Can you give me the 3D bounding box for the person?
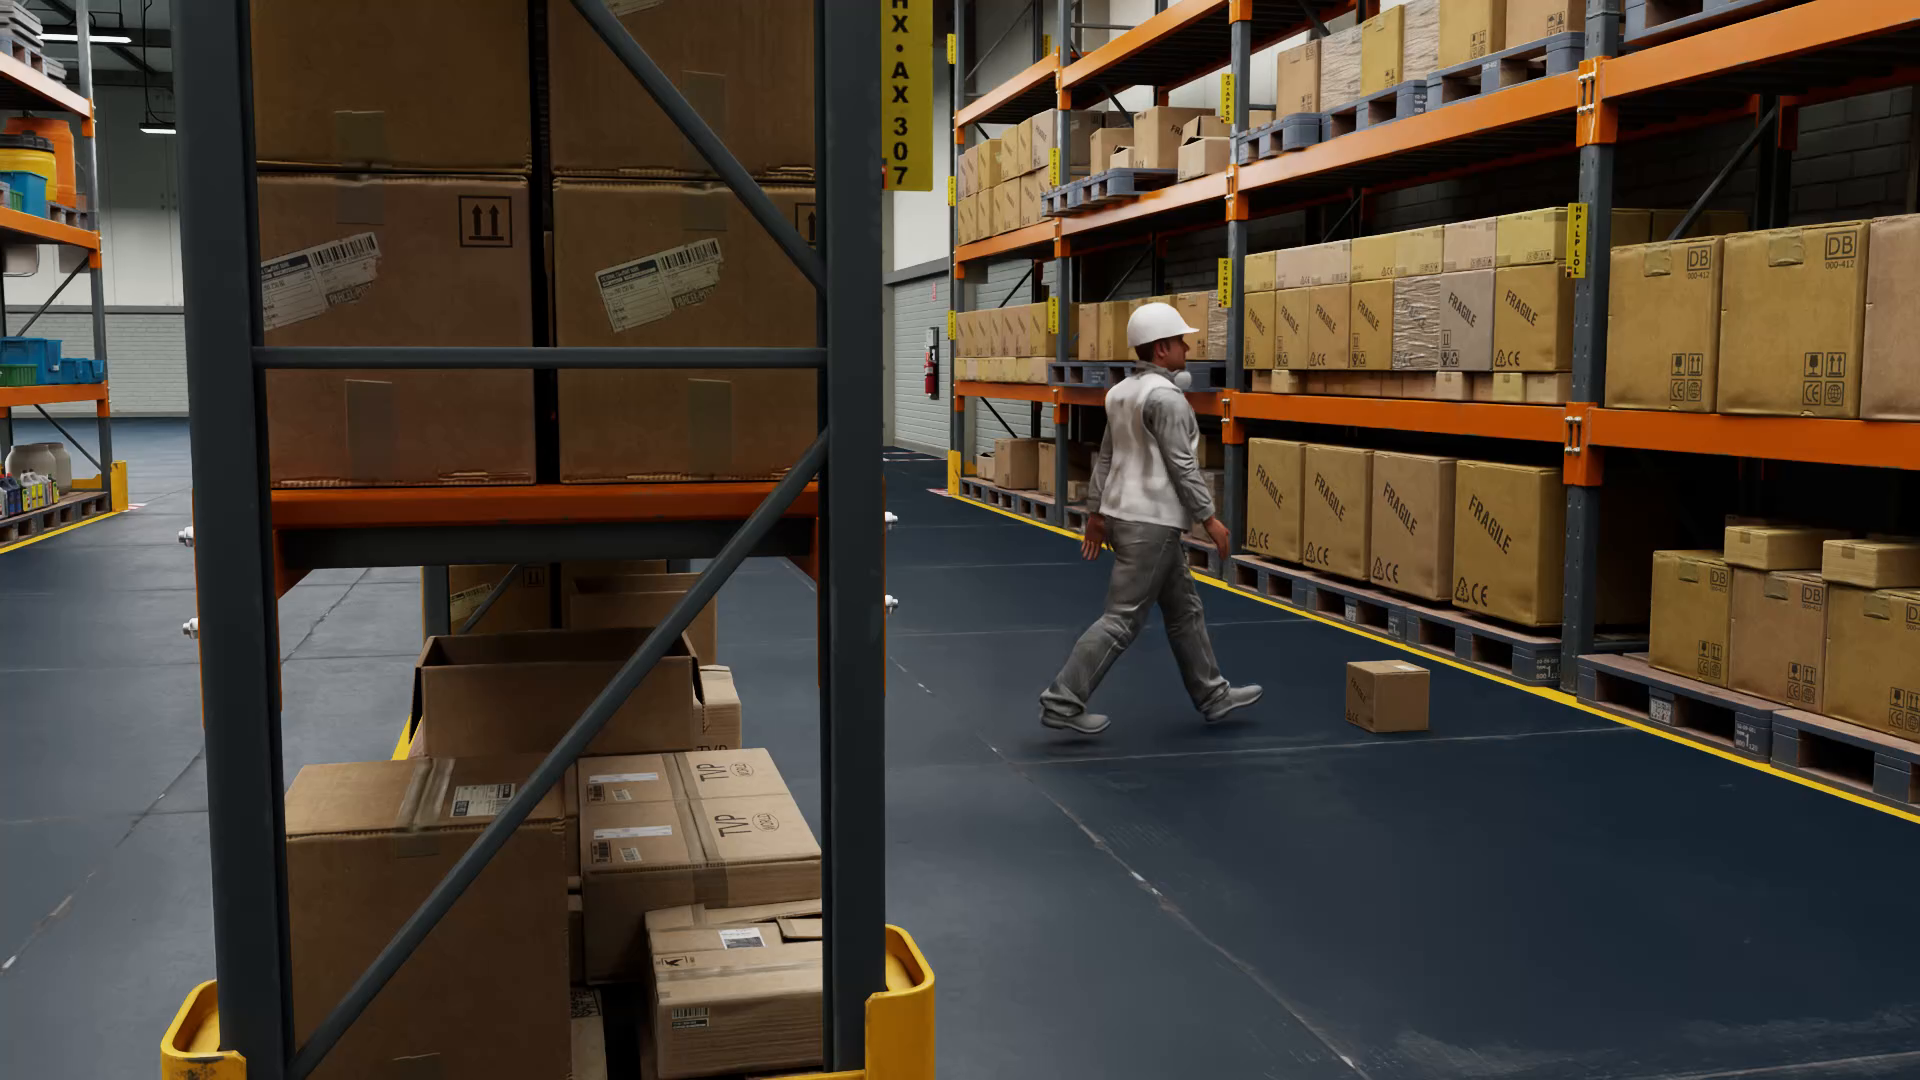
[{"bbox_3d":[0.804,-0.082,6.683,1.040,1.724,0.568,-1,6,-13],"label":"person"}]
